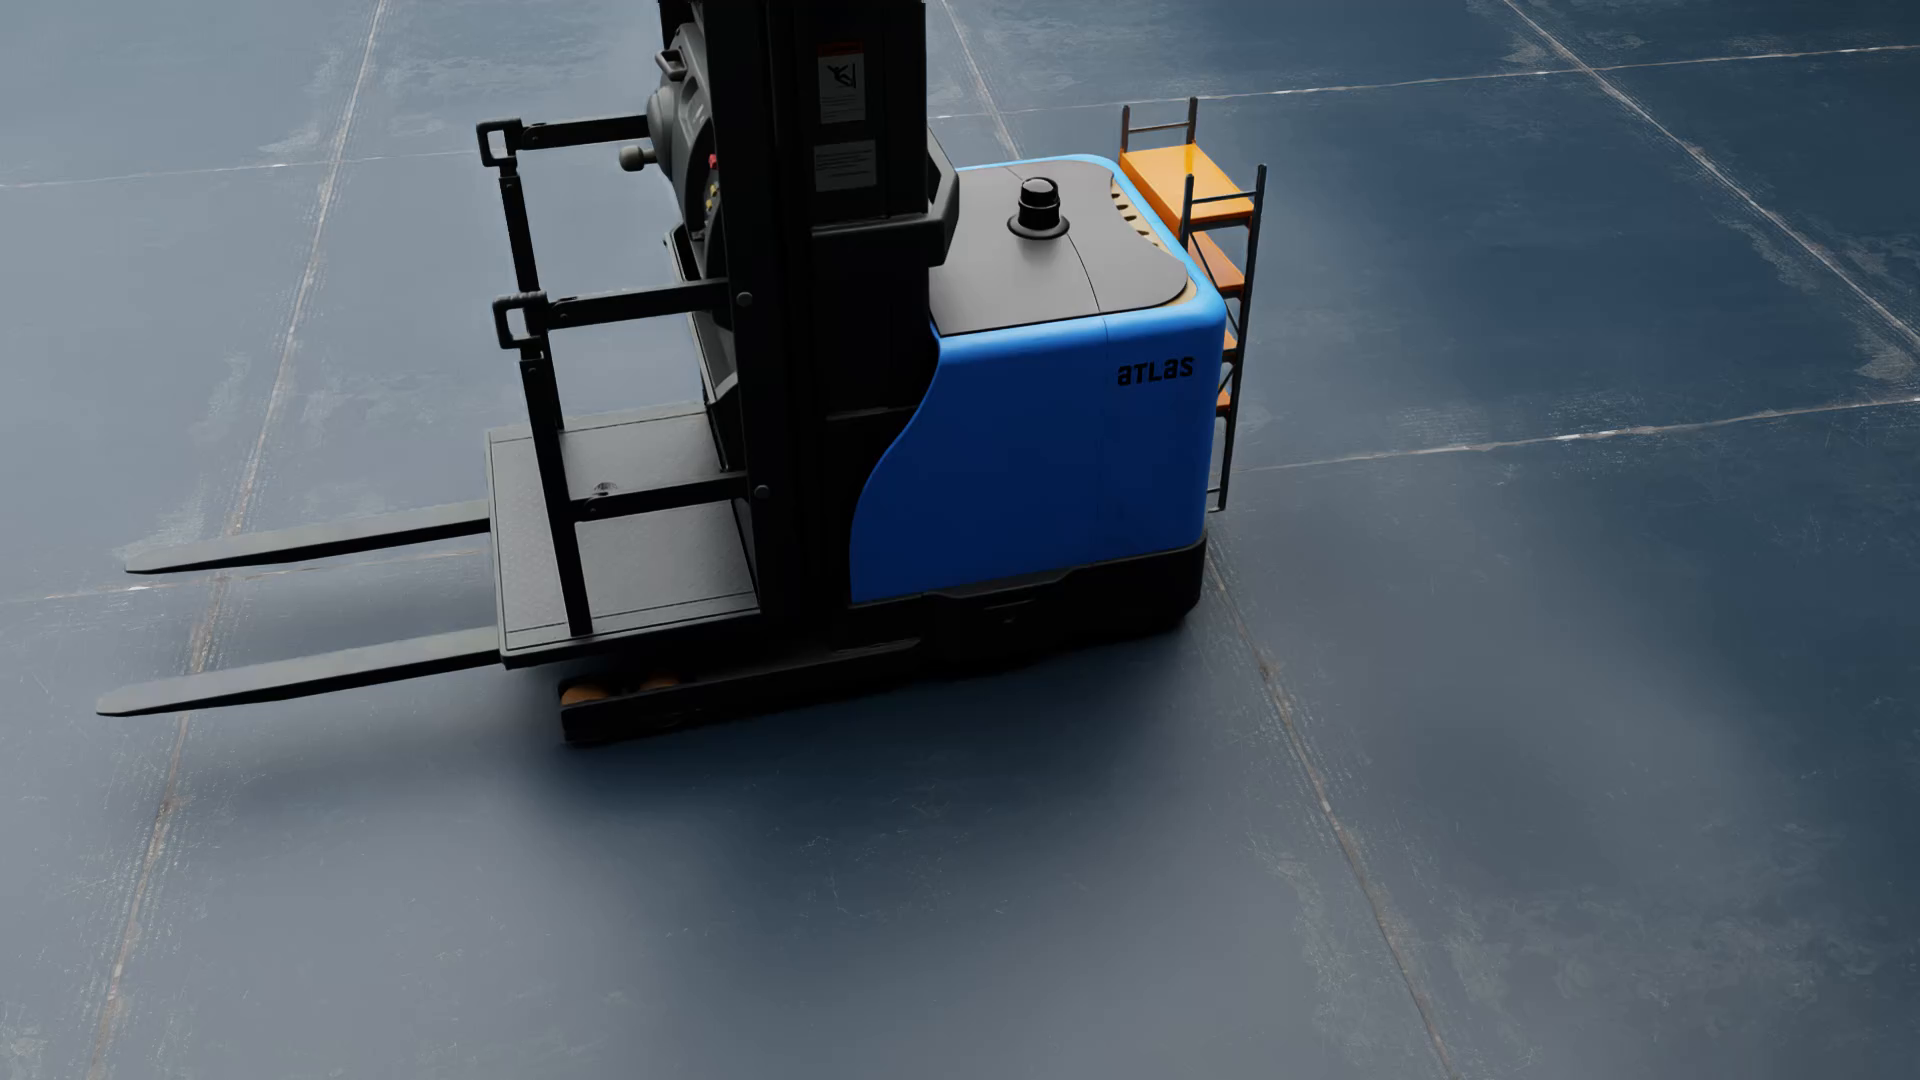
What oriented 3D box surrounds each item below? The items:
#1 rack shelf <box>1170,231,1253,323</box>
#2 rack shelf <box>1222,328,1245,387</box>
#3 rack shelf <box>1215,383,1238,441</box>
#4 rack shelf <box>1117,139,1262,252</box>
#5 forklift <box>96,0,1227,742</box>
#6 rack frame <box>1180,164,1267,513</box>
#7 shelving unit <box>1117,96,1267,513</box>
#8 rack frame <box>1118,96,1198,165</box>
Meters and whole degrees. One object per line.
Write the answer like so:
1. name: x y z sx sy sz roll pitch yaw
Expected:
1. rack shelf: 0.670 -0.821 5.073 0.258 0.148 0.480 -10 39 -13
2. rack shelf: 0.670 -0.644 5.210 0.258 0.148 0.480 -10 39 -13
3. rack shelf: 0.670 -0.487 5.332 0.258 0.148 0.480 -10 39 -13
4. rack shelf: 0.670 -1.007 4.928 0.258 0.148 0.480 -10 39 -13
5. forklift: -0.863 -0.969 4.108 3.031 2.935 1.130 -9 39 -12
6. rack frame: 0.740 -0.554 4.985 0.240 1.200 0.015 -10 39 -13
7. shelving unit: 0.670 -0.697 5.169 0.258 1.200 0.503 -10 39 -13
8. rack frame: 0.600 -0.840 5.354 0.240 1.200 0.015 -10 39 -13
